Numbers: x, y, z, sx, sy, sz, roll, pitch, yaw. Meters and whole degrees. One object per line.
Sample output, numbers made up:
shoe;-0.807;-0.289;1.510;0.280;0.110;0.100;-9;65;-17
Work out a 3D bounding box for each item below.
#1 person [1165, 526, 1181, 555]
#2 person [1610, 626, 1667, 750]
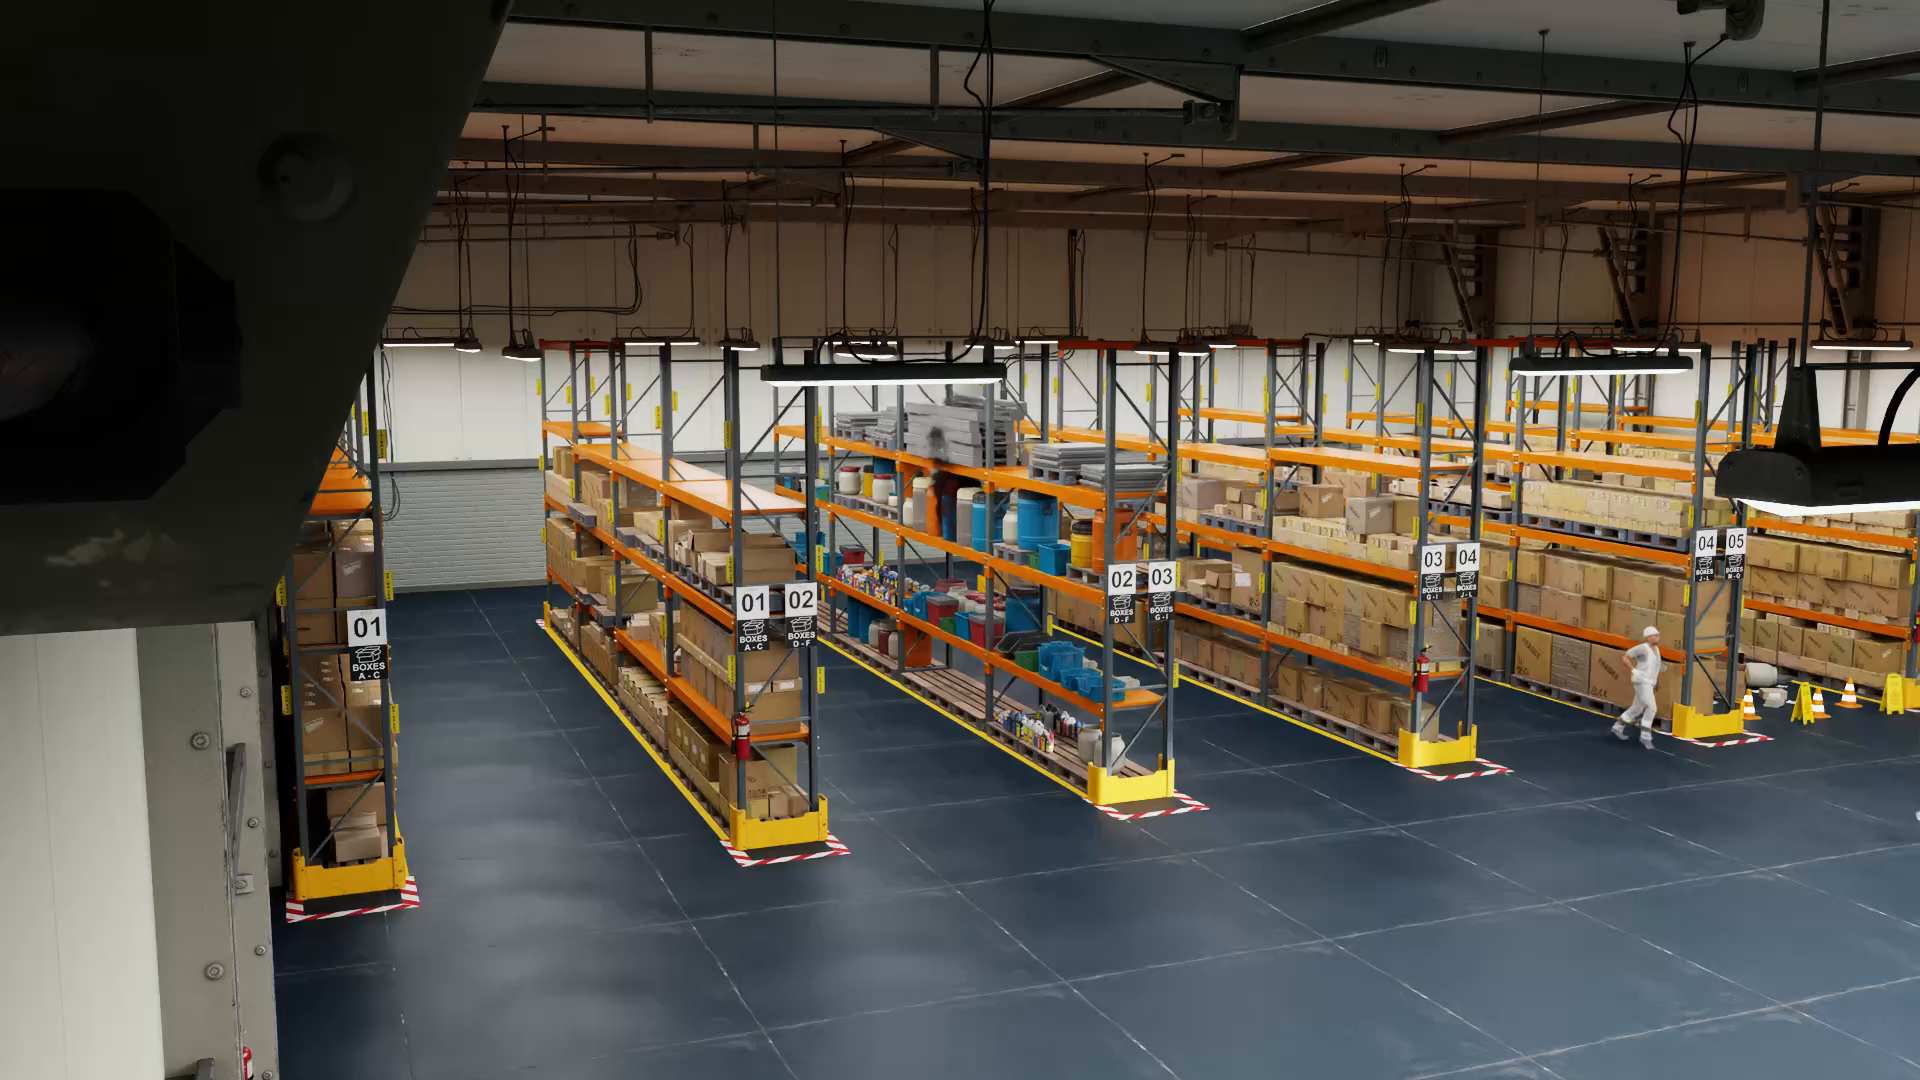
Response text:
person;5.331;0.103;41.483;0.782;1.777;0.688;-4;9;-30
person;10.303;2.204;25.146;0.750;1.837;0.657;7;10;44
